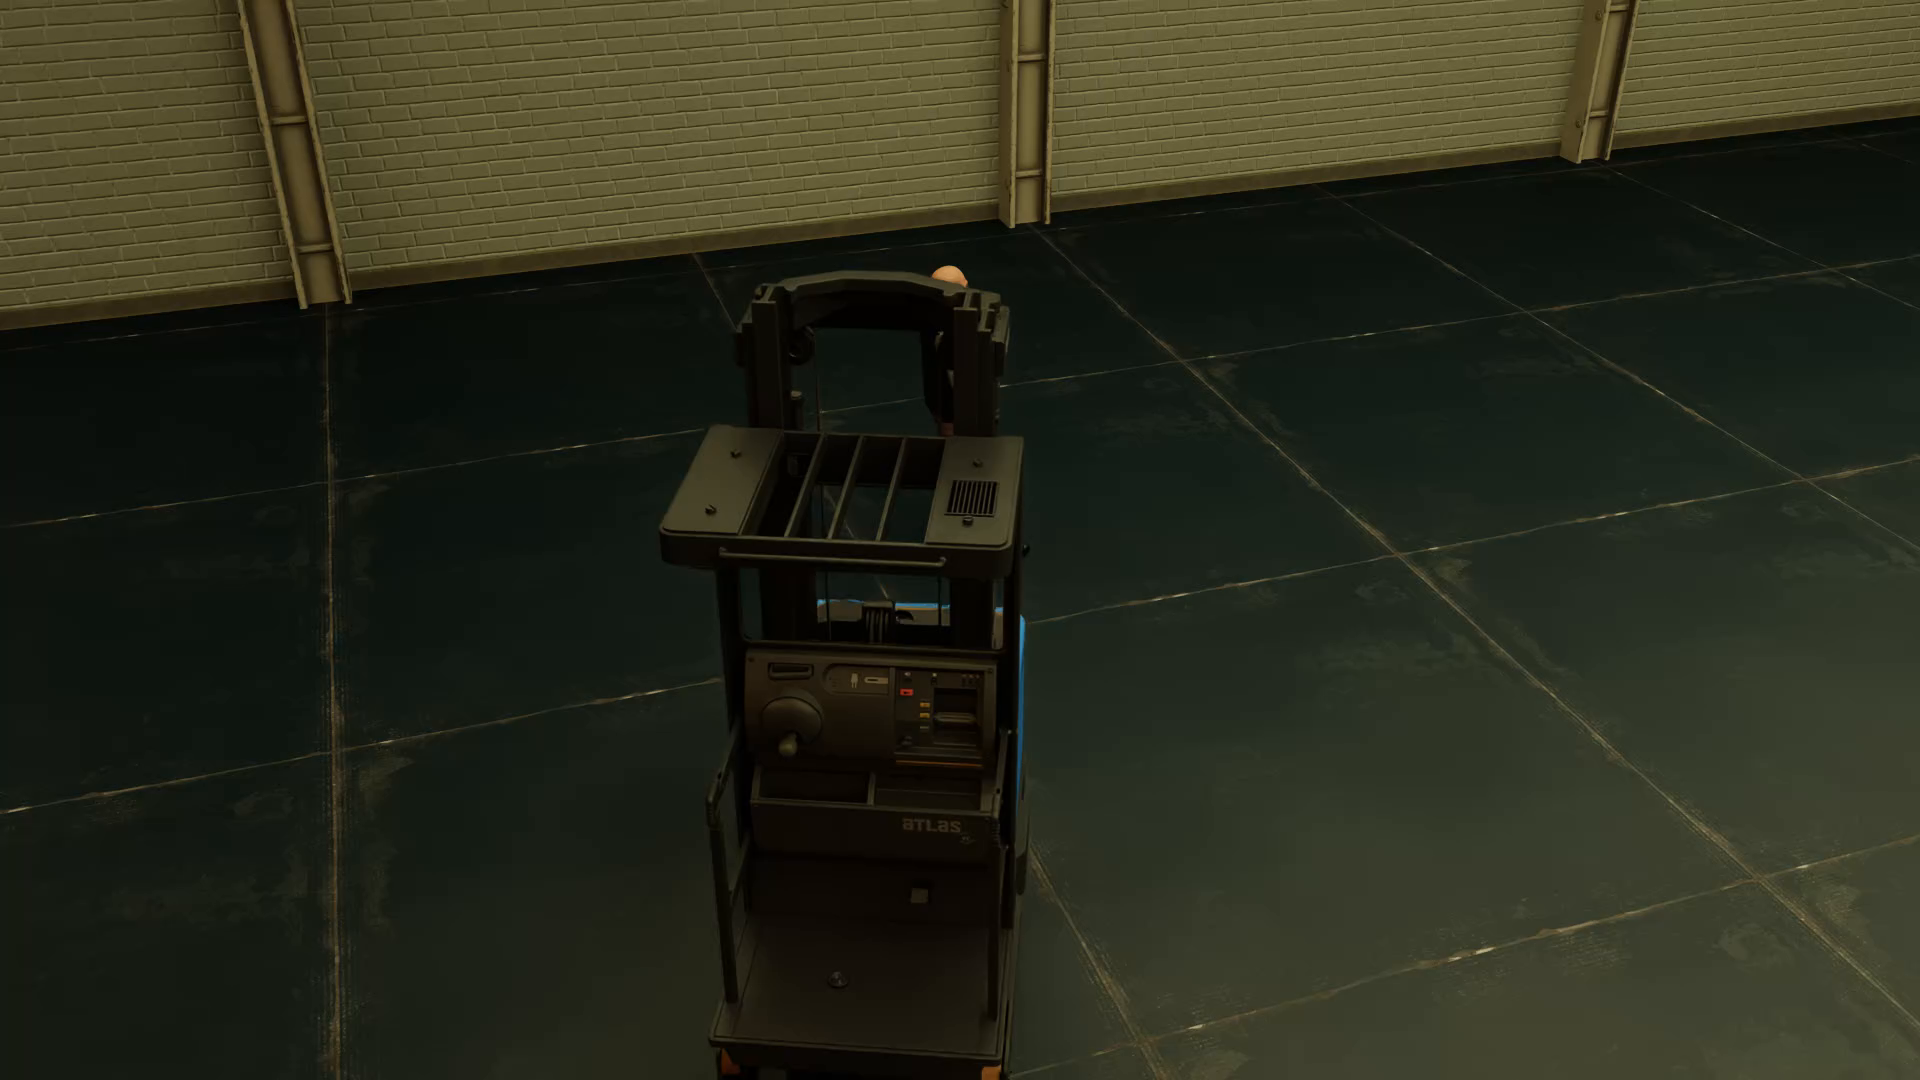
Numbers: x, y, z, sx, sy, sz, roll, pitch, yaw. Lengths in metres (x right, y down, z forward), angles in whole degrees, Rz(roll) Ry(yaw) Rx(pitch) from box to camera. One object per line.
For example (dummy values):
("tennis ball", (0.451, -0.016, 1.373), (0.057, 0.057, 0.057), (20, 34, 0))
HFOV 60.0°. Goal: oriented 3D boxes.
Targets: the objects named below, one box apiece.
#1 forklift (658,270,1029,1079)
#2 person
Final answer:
("forklift", (-0.347, 0.665, 5.931), (1.130, 2.935, 3.031), (3, 30, 4))
("person", (0.062, -0.759, 9.604), (0.566, 1.722, 0.634), (-10, 31, -16))
